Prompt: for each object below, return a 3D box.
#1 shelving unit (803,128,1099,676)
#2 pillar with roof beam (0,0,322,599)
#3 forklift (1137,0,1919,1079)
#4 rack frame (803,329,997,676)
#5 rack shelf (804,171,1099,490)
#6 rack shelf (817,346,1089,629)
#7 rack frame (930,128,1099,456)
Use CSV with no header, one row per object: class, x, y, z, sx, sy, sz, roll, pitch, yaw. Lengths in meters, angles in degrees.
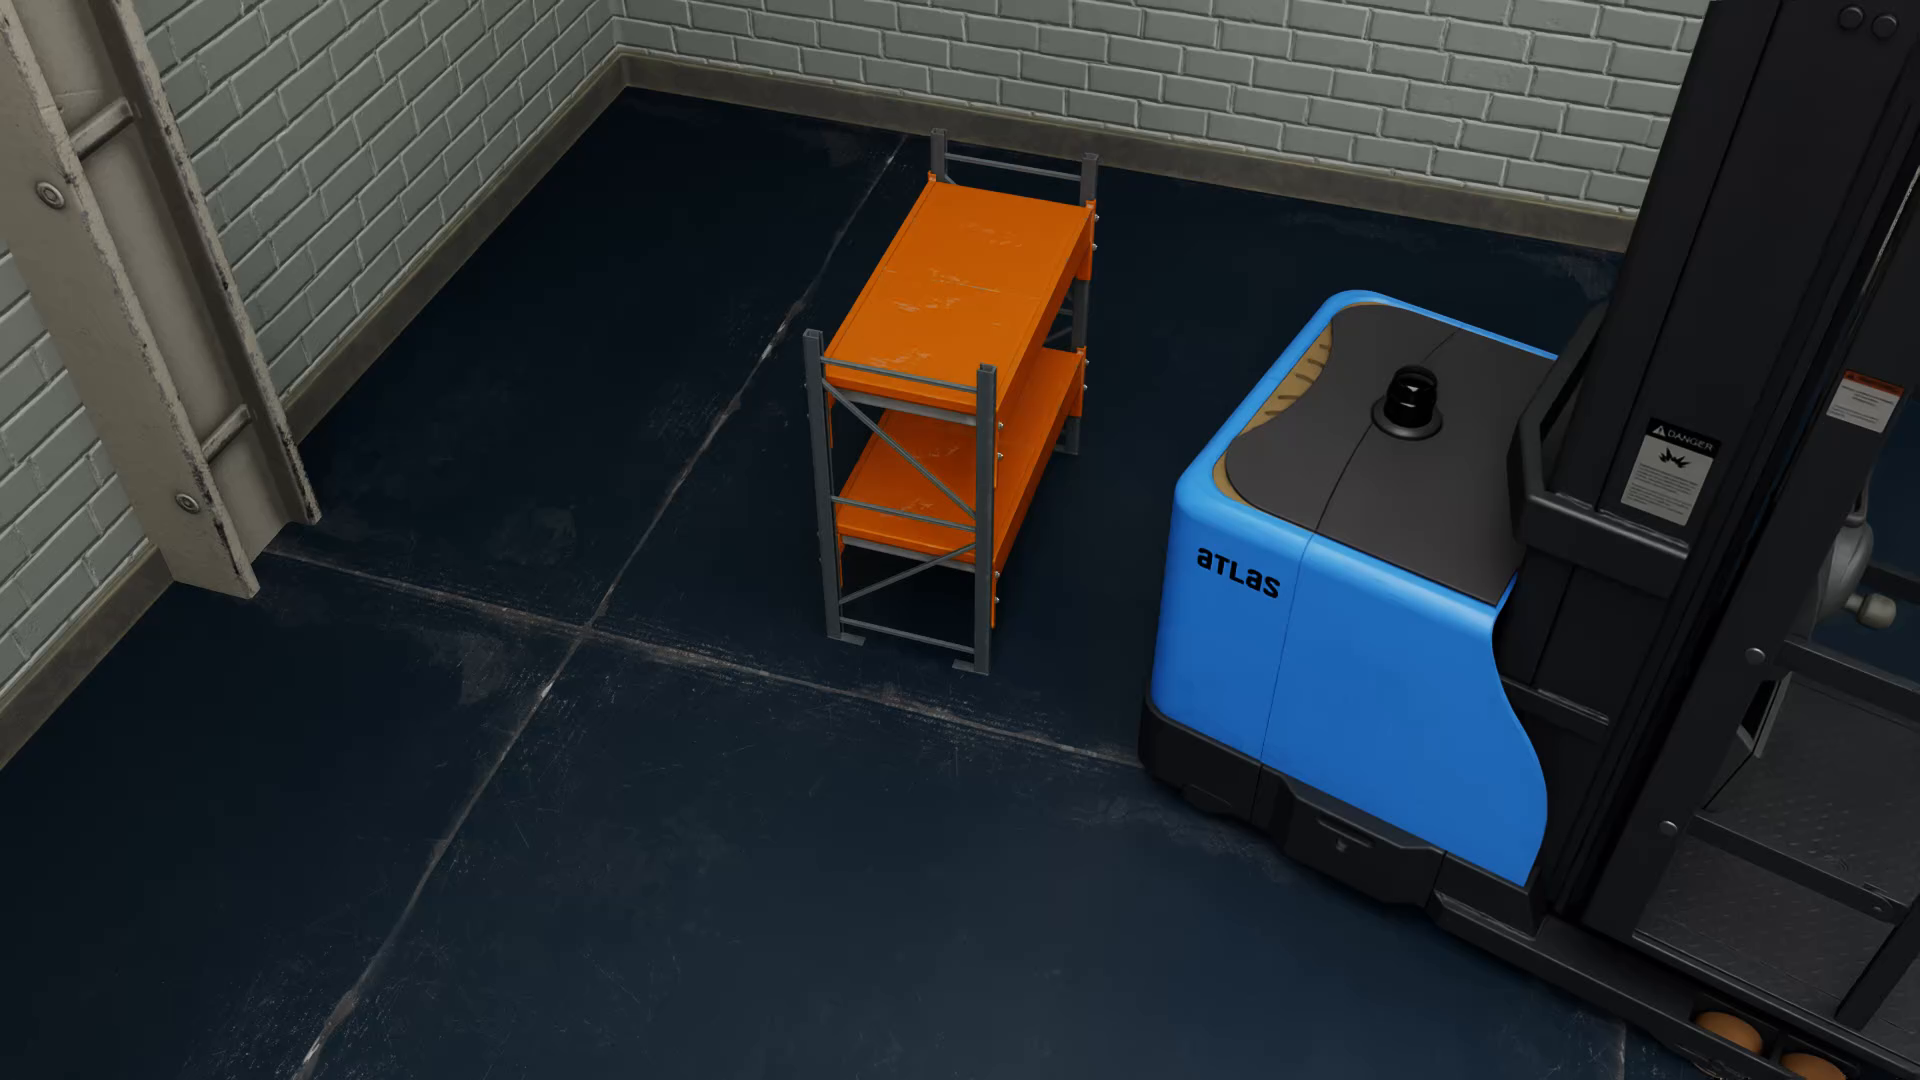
shelving unit,0.002,-0.407,4.861,0.538,1.125,1.048,13,46,13
pillar with roof beam,1.854,-2.288,1.154,9.100,9.000,0.400,13,46,13
forklift,2.001,-0.124,3.281,3.031,2.935,1.130,24,49,23
rack frame,-0.152,-0.068,4.515,0.500,1.125,0.032,13,46,13
rack shelf,0.002,-0.616,4.656,0.538,0.278,1.000,13,46,13
rack shelf,0.002,-0.232,5.032,0.538,0.278,1.000,13,46,13
rack frame,0.156,-0.745,5.207,0.500,1.125,0.032,13,46,13
